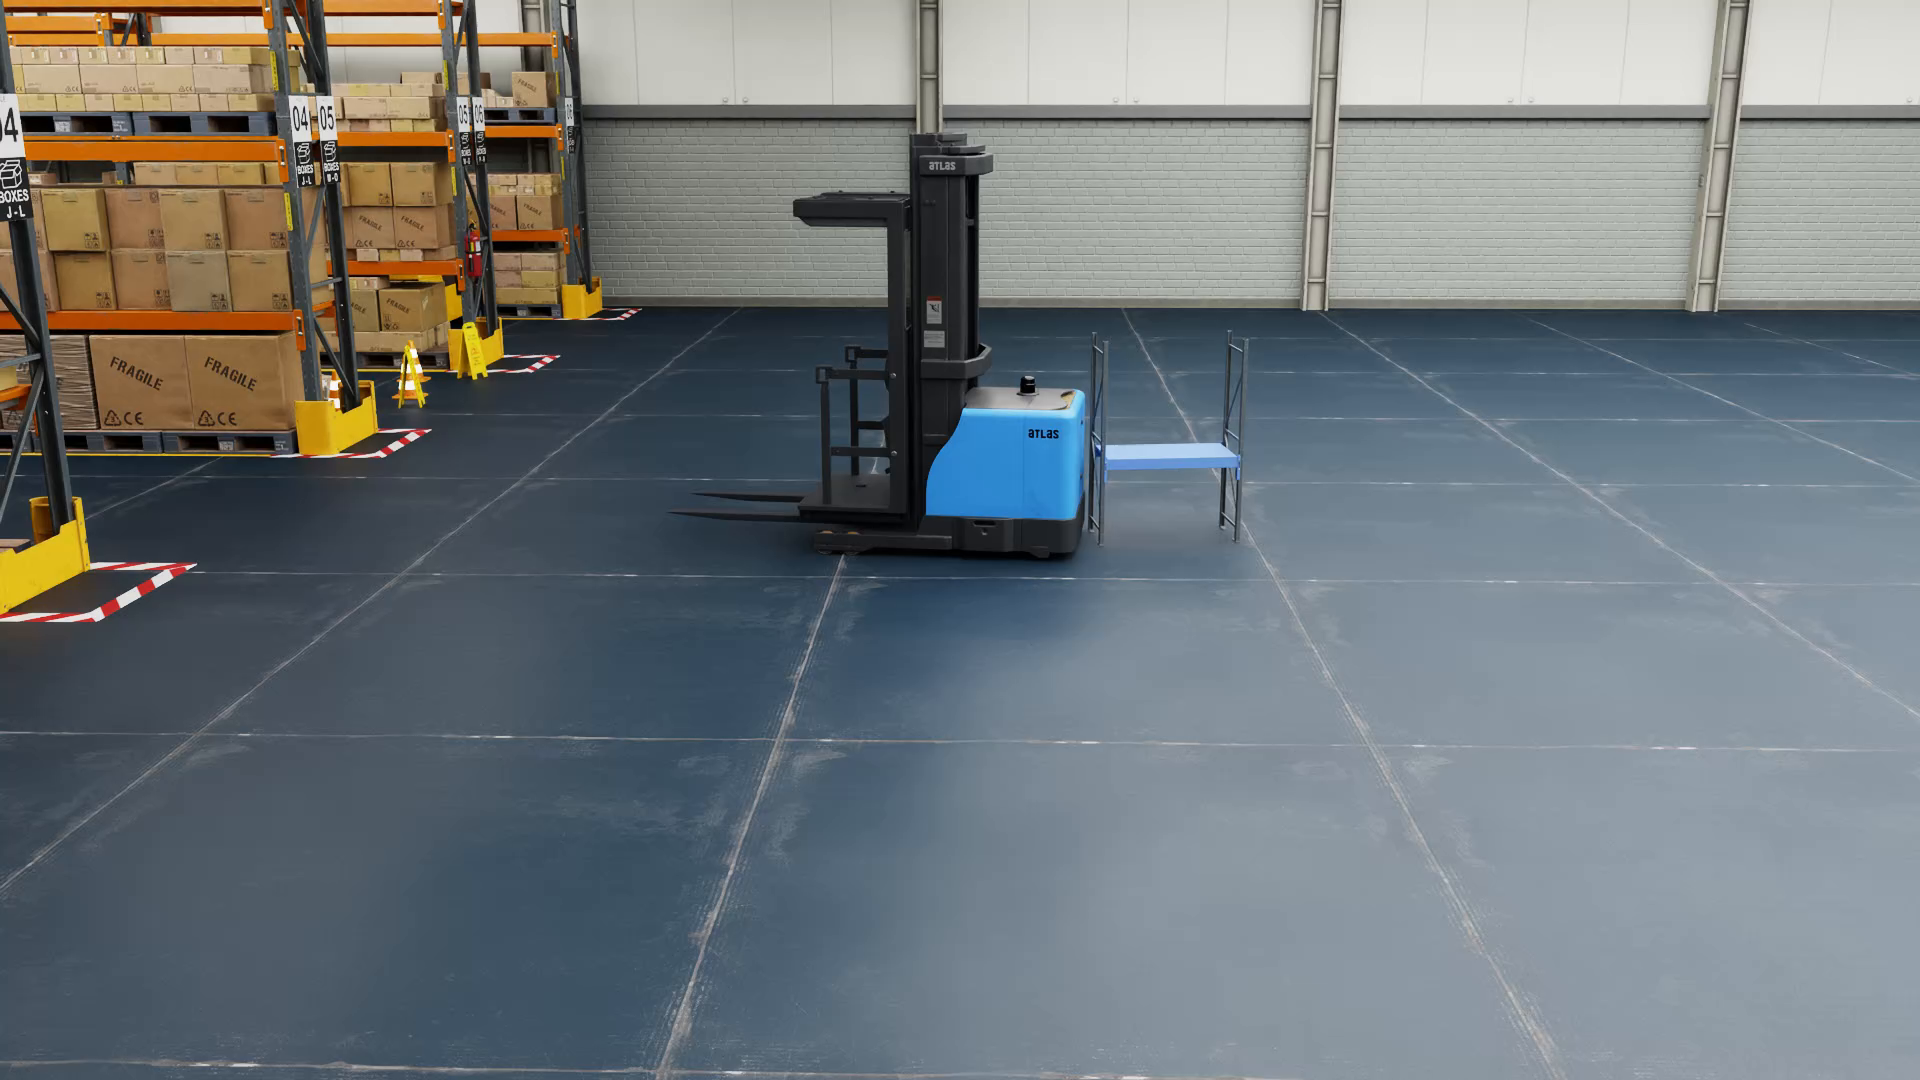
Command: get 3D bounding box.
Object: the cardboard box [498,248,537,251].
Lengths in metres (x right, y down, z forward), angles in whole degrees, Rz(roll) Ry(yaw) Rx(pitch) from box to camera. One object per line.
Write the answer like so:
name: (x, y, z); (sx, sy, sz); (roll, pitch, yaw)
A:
cardboard box: (-6.763, -4.318, 25.433); (0.500, 0.250, 0.500); (0, 15, 2)

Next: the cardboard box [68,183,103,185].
cardboard box: (-10.871, -4.142, 20.557); (0.500, 0.500, 0.500); (0, 15, 2)

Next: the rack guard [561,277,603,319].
rack guard: (-5.763, -3.699, 25.378); (0.348, 0.500, 1.175); (0, 15, 1)

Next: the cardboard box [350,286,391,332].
cardboard box: (-7.240, -2.819, 20.241); (0.500, 0.500, 0.500); (1, 15, 4)

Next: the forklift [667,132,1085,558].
forklift: (-0.617, -1.440, 12.052); (3.031, 2.935, 1.130); (2, 15, 8)

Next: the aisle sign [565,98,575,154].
aisle sign: (-5.729, -6.089, 24.443); (0.004, 0.787, 0.394); (0, 15, 1)

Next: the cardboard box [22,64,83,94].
cardboard box: (-7.938, -4.094, 14.788); (0.500, 0.250, 0.500); (1, 15, 2)

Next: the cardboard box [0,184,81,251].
cardboard box: (-8.477, -2.975, 15.327); (0.550, 0.550, 0.875); (0, 15, 1)

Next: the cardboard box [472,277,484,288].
cardboard box: (-7.300, -3.950, 25.019); (0.500, 0.250, 0.500); (0, 15, 0)

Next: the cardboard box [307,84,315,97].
cardboard box: (-7.526, -5.318, 19.666); (0.250, 0.149, 0.380); (0, 15, 0)

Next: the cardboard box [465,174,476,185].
cardboard box: (-7.171, -5.344, 24.665); (0.250, 0.149, 0.380); (1, 15, 3)

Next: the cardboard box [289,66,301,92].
cardboard box: (-6.412, -4.220, 15.267); (0.500, 0.250, 0.500); (0, 15, 1)

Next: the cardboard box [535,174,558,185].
cardboard box: (-6.151, -5.362, 24.732); (0.250, 0.149, 0.380); (0, 15, 2)

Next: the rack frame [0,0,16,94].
rack frame: (-6.164, -4.015, 9.918); (0.127, 3.000, 1.000); (0, 15, 1)

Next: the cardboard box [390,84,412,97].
cardboard box: (-6.513, -5.294, 19.576); (0.250, 0.149, 0.380); (1, 15, 2)

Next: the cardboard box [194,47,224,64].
cardboard box: (-6.531, -4.262, 14.644); (0.250, 0.149, 0.380); (0, 15, 2)

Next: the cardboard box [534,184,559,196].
cardboard box: (-6.141, -5.200, 24.702); (0.250, 0.149, 0.380); (1, 15, 2)

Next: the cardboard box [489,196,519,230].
cardboard box: (-6.804, -4.898, 24.827); (0.500, 0.500, 0.500); (1, 15, 3)

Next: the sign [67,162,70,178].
sign: (-13.774, -5.661, 25.647); (0.005, 0.325, 0.100); (0, 15, 1)

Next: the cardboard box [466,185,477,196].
cardboard box: (-7.171, -5.206, 24.724); (0.250, 0.149, 0.380); (0, 15, 0)

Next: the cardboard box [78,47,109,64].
cardboard box: (-7.552, -4.268, 14.668); (0.250, 0.149, 0.380); (0, 15, 1)

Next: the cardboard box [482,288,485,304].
cardboard box: (-7.262, -3.715, 25.106); (0.500, 0.250, 0.500); (1, 15, 2)

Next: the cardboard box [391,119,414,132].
cardboard box: (-6.524, -4.895, 19.624); (0.250, 0.149, 0.380); (0, 15, 2)

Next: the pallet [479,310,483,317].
pallet: (-7.769, -3.562, 25.427); (1.213, 0.211, 1.003); (0, 15, 1)

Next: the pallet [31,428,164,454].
pallet: (-7.954, -1.024, 15.808); (1.213, 0.211, 1.003); (0, 15, 1)

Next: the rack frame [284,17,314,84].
rack frame: (-9.786, -7.834, 24.394); (0.127, 3.000, 1.000); (0, 15, 1)

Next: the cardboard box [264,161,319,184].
cardboard box: (-7.940, -4.286, 19.965); (0.500, 0.500, 0.700); (0, 15, 1)

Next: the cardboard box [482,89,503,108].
cardboard box: (-6.877, -6.474, 24.361); (0.258, 0.266, 0.396); (0, 15, 2)

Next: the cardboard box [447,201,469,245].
cardboard box: (-6.377, -3.907, 20.491); (0.500, 0.500, 0.500); (0, 15, 1)

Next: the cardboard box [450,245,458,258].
cardboard box: (-6.245, -3.575, 20.503); (0.250, 0.149, 0.380); (0, 15, 2)

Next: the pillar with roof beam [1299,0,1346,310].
pillar with roof beam: (5.426, -6.866, 20.726); (0.400, 9.000, 9.100); (0, 15, 1)

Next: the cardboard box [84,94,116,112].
cardboard box: (-7.547, -3.883, 14.770); (0.250, 0.149, 0.380); (0, 15, 2)

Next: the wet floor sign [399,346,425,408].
wet floor sign: (-5.856, -1.745, 17.688); (0.232, 0.644, 0.267); (-2, 15, -8)

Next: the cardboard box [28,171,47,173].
cardboard box: (-11.459, -4.450, 20.455); (0.250, 0.149, 0.380); (1, 15, 5)

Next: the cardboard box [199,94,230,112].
cardboard box: (-6.529, -3.876, 14.746); (0.250, 0.149, 0.380); (0, 15, 2)

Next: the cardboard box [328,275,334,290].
cardboard box: (-7.601, -3.120, 20.110); (0.250, 0.149, 0.380); (1, 15, 4)

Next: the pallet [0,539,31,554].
pallet: (-7.051, 0.219, 11.095); (1.213, 0.211, 1.003); (0, 15, 1)

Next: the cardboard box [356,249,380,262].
cardboard box: (-7.060, -3.442, 20.000); (0.250, 0.149, 0.380); (1, 15, 2)

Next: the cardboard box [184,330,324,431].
cardboard box: (-6.615, -1.542, 15.645); (0.875, 0.875, 0.875); (0, 15, 2)

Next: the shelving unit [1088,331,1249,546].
shelving unit: (1.517, -0.755, 12.261); (1.048, 1.500, 0.538); (-1, 15, -5)

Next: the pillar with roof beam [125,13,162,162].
pillar with roof beam: (-12.568, -6.984, 21.170); (0.400, 9.000, 9.100); (0, 15, 1)

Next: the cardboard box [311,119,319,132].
cardboard box: (-7.554, -4.917, 19.709); (0.250, 0.149, 0.380); (0, 15, 0)

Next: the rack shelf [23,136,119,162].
rack shelf: (-11.908, -4.783, 20.119); (4.000, 0.370, 1.077); (0, 15, 1)

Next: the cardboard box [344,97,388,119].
cardboard box: (-6.931, -5.105, 19.639); (0.500, 0.250, 0.500); (0, 15, 1)

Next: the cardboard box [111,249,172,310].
cardboard box: (-7.415, -2.476, 15.549); (0.550, 0.550, 0.875); (0, 15, 1)

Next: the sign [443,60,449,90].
sign: (-5.945, -5.379, 19.231); (0.005, 0.325, 0.100); (0, 15, 1)

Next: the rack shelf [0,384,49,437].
rack shelf: (-8.163, -0.779, 10.824); (4.000, 0.370, 1.077); (0, 15, 1)

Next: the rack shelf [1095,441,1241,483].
rack shelf: (1.517, -0.581, 12.307); (1.000, 0.185, 0.538); (-1, 15, -5)

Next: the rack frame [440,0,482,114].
rack frame: (-5.910, -6.542, 19.497); (0.127, 3.000, 1.000); (0, 15, 1)

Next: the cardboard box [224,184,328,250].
cardboard box: (-6.306, -2.985, 15.365); (0.550, 0.550, 0.875); (0, 15, 1)

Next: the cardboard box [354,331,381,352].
cardboard box: (-7.243, -2.457, 20.340); (0.500, 0.250, 0.500); (0, 15, 2)

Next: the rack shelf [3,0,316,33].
rack shelf: (-7.935, -4.751, 14.902); (4.000, 0.370, 1.077); (0, 15, 1)

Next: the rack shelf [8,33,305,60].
rack shelf: (-11.785, -7.306, 24.586); (4.000, 0.370, 1.077); (0, 15, 1)

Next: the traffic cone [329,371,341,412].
traffic cone: (-6.430, -1.517, 17.184); (0.334, 0.463, 0.336); (0, 15, 1)
